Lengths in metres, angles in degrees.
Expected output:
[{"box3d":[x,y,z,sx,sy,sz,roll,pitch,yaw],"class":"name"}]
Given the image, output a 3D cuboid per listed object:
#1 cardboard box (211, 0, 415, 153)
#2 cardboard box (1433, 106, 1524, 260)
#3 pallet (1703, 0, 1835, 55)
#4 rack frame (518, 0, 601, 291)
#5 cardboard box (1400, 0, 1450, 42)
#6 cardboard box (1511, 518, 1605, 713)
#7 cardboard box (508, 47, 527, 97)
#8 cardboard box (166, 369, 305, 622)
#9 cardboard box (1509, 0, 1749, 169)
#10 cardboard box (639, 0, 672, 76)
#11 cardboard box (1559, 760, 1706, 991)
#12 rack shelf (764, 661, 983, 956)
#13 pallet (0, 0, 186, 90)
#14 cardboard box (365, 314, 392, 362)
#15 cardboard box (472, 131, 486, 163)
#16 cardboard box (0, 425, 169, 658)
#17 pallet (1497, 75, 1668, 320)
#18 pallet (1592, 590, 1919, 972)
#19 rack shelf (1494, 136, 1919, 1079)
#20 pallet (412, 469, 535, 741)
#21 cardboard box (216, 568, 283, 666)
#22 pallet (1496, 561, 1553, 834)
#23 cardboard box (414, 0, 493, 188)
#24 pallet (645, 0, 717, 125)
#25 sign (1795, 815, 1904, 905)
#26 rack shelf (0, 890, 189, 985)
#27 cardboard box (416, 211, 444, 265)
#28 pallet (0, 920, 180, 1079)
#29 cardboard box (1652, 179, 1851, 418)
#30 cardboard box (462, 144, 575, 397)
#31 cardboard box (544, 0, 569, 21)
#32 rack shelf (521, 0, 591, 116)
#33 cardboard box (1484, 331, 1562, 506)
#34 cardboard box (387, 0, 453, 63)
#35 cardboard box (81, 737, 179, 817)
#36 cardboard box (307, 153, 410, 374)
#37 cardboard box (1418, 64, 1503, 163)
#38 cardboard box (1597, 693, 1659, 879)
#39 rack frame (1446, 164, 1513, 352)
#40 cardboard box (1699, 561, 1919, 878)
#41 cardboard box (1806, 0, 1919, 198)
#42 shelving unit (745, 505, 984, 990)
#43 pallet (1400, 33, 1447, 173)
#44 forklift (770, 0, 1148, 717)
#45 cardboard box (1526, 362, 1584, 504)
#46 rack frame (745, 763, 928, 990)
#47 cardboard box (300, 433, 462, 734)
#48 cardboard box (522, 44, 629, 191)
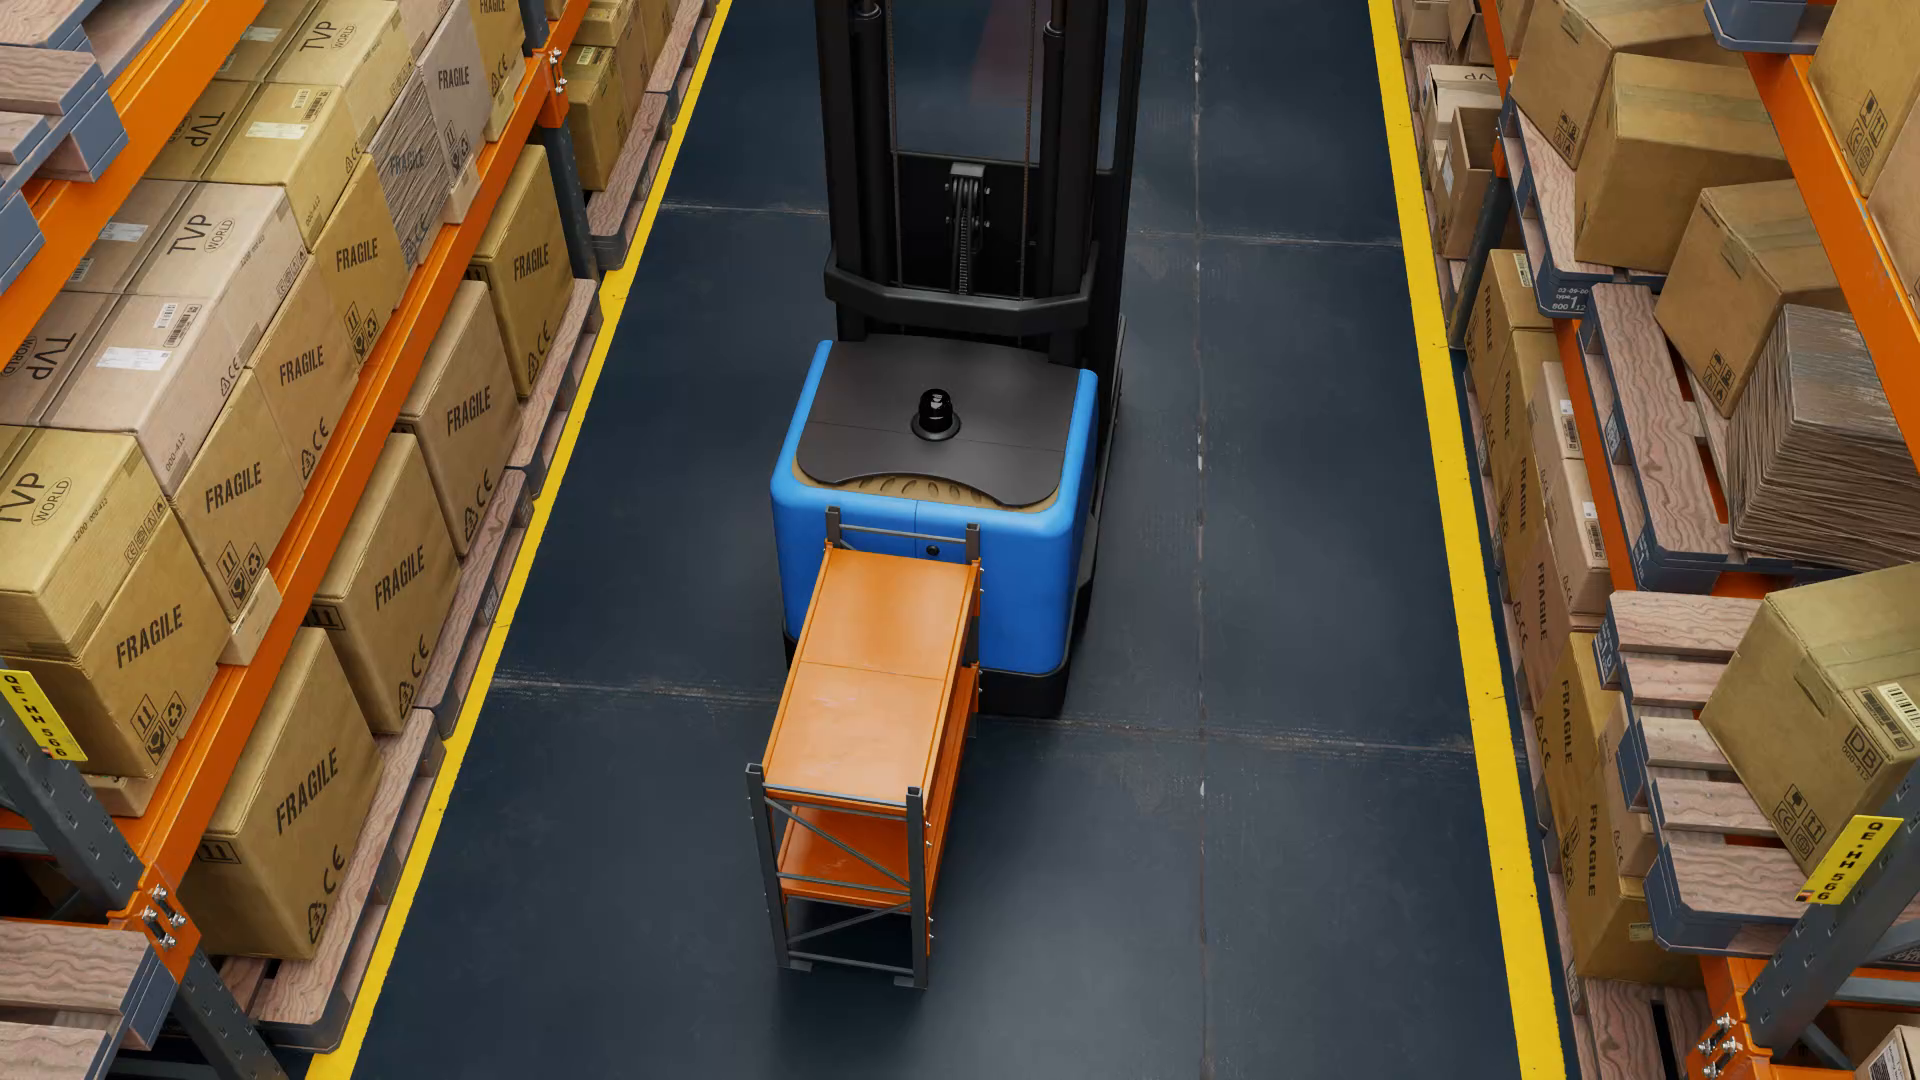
[{"box3d":[-2.096,-1.501,5.325,0.500,0.250,0.500,5,48,4],"class":"cardboard box"},{"box3d":[2.497,-1.629,7.629,0.500,0.500,0.500,4,48,4],"class":"cardboard box"},{"box3d":[2.507,-1.599,4.300,1.213,0.211,1.003,4,48,4],"class":"pallet"},{"box3d":[-2.206,-2.217,6.771,1.000,3.000,0.127,4,48,4],"class":"rack frame"},{"box3d":[2.669,-2.931,8.989,0.500,0.250,0.500,4,48,4],"class":"cardboard box"},{"box3d":[2.304,0.279,5.884,0.500,0.500,0.500,2,48,2],"class":"cardboard box"},{"box3d":[-1.955,-1.871,6.612,0.380,0.149,0.250,4,48,4],"class":"cardboard box"},{"box3d":[-2.214,-0.142,4.591,0.500,0.500,0.500,5,48,5],"class":"cardboard box"},{"box3d":[2.462,-1.729,5.972,0.700,0.500,0.500,-11,48,-10],"class":"cardboard box"},{"box3d":[-1.937,-2.804,8.717,0.700,0.500,0.500,5,48,4],"class":"cardboard box"},{"box3d":[2.215,1.045,5.183,0.500,0.500,0.500,6,48,5],"class":"cardboard box"},{"box3d":[-0.268,0.843,5.574,0.538,0.278,1.000,7,48,6],"class":"rack shelf"},{"box3d":[-2.465,-1.525,4.233,1.003,0.211,1.213,6,48,5],"class":"pallet"},{"box3d":[-2.150,-0.746,5.583,0.380,0.149,0.250,5,48,5],"class":"cardboard box"},{"box3d":[-2.023,-1.497,6.269,0.380,0.149,0.250,5,48,5],"class":"cardboard box"},{"box3d":[-2.269,-0.009,3.960,0.500,0.250,0.500,5,48,4],"class":"cardboard box"},{"box3d":[2.546,-1.242,6.009,1.003,0.211,1.213,4,48,4],"class":"pallet"},{"box3d":[2.355,0.615,4.311,1.213,0.211,1.003,4,48,4],"class":"pallet"},{"box3d":[2.545,-0.174,5.390,1.077,0.370,4.000,4,48,4],"class":"rack shelf"},{"box3d":[-2.310,0.195,6.454,1.003,0.211,1.213,4,48,4],"class":"pallet"},{"box3d":[-2.169,0.200,4.717,0.380,0.149,0.250,5,48,5],"class":"cardboard box"},{"box3d":[2.583,0.554,6.126,1.003,0.211,1.213,4,48,4],"class":"pallet"},{"box3d":[-2.033,-1.626,5.948,0.500,0.500,0.500,4,48,4],"class":"cardboard box"},{"box3d":[-1.950,-2.728,9.128,1.003,0.211,1.213,4,48,4],"class":"pallet"},{"box3d":[1.822,0.659,3.409,0.100,0.325,0.005,4,48,4],"class":"sign"},{"box3d":[-2.753,2.435,3.004,1.077,0.370,4.000,4,48,4],"class":"rack shelf"},{"box3d":[-2.076,-1.124,5.928,0.380,0.149,0.250,4,48,4],"class":"cardboard box"},{"box3d":[-2.529,1.318,3.668,1.213,0.211,1.003,4,48,4],"class":"pallet"},{"box3d":[2.628,-0.760,5.086,0.700,0.500,0.500,-7,48,-6],"class":"cardboard box"},{"box3d":[-2.135,-1.147,6.964,0.750,0.750,0.750,4,48,4],"class":"cardboard box"},{"box3d":[-2.140,-2.716,7.024,0.980,0.700,0.700,5,48,4],"class":"cardboard box"},{"box3d":[-2.023,-3.444,8.380,1.077,0.370,4.000,4,48,4],"class":"rack shelf"},{"box3d":[2.403,-0.460,6.559,0.500,0.500,0.500,4,48,4],"class":"cardboard box"},{"box3d":[-2.050,-1.875,5.667,0.500,0.250,0.500,5,48,4],"class":"cardboard box"},{"box3d":[-2.310,0.574,4.375,0.380,0.149,0.250,3,48,3],"class":"cardboard box"},{"box3d":[-2.128,-0.890,5.274,0.500,0.500,0.500,5,48,5],"class":"cardboard box"},{"box3d":[2.566,-2.116,8.203,0.500,0.311,0.500,4,48,4],"class":"cardboard box"},{"box3d":[2.216,0.750,4.945,0.500,0.250,0.500,6,48,5],"class":"cardboard box"},{"box3d":[2.728,-1.887,6.469,1.000,3.000,0.127,4,48,4],"class":"rack frame"},{"box3d":[2.308,0.407,4.019,0.700,0.500,0.500,-11,48,-10],"class":"cardboard box"},{"box3d":[2.463,-1.073,3.624,0.910,0.500,0.500,4,48,4],"class":"cardboard box"},{"box3d":[-0.268,0.678,5.393,0.538,1.125,1.048,7,48,6],"class":"shelving unit"},{"box3d":[2.900,-2.349,8.781,1.003,0.211,1.213,4,48,4],"class":"pallet"},{"box3d":[0.106,-1.447,6.113,1.130,2.935,3.031,7,48,7],"class":"forklift"},{"box3d":[2.350,-0.371,5.970,0.500,0.250,0.500,4,48,4],"class":"cardboard box"},{"box3d":[-0.353,1.048,5.055,0.500,1.125,0.032,7,48,6],"class":"rack frame"},{"box3d":[-2.286,0.131,5.795,0.750,0.750,0.750,4,48,3],"class":"cardboard box"},{"box3d":[-2.035,-2.058,8.035,0.700,0.500,0.500,4,48,4],"class":"cardboard box"}]
